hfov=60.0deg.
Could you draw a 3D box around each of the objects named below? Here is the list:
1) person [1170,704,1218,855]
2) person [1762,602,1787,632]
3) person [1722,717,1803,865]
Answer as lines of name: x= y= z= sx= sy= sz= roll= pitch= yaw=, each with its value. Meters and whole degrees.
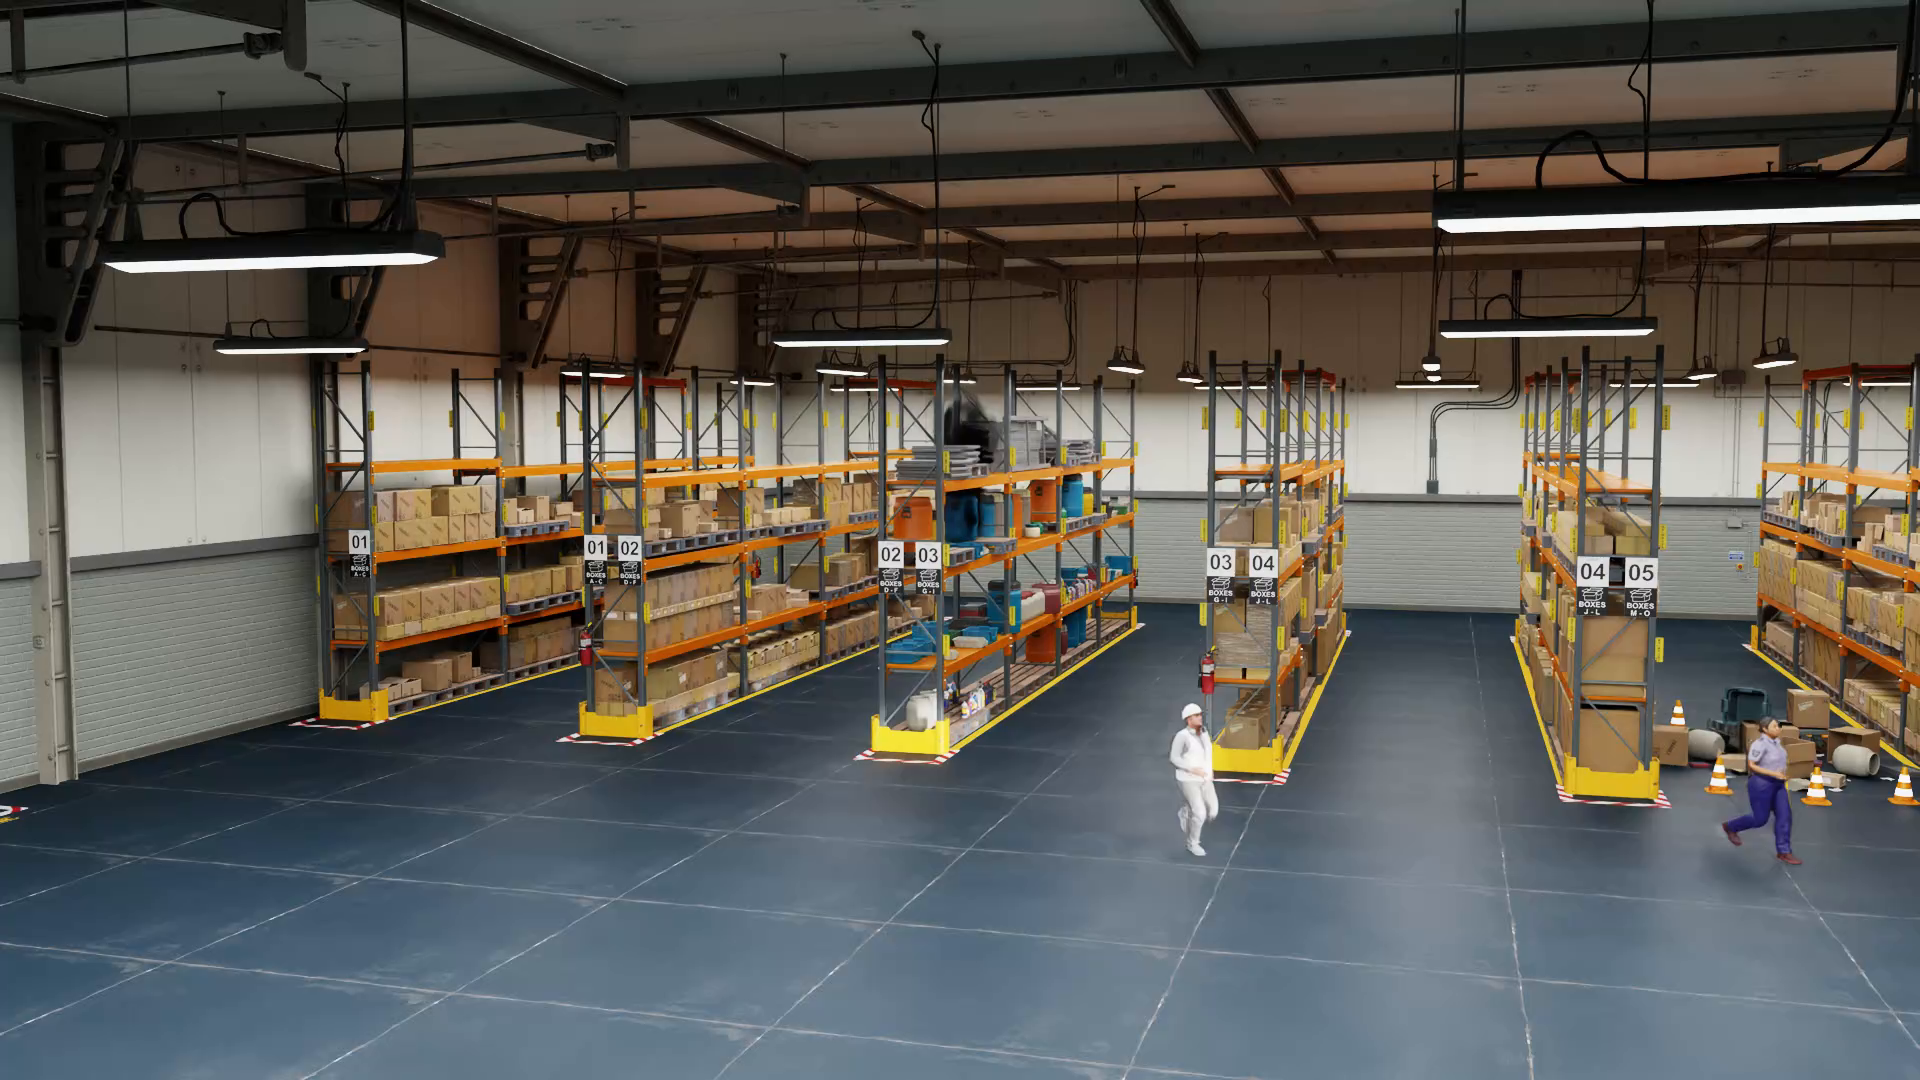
person: x=2.717 y=2.767 z=19.333 sx=0.691 sy=1.734 sz=0.609 roll=-4 pitch=5 yaw=-41
person: x=18.388 y=1.451 z=37.610 sx=0.912 sy=1.718 sz=0.774 roll=4 pitch=6 yaw=43
person: x=9.199 y=2.836 z=19.007 sx=0.612 sy=1.632 sz=0.902 roll=-3 pitch=5 yaw=-32
